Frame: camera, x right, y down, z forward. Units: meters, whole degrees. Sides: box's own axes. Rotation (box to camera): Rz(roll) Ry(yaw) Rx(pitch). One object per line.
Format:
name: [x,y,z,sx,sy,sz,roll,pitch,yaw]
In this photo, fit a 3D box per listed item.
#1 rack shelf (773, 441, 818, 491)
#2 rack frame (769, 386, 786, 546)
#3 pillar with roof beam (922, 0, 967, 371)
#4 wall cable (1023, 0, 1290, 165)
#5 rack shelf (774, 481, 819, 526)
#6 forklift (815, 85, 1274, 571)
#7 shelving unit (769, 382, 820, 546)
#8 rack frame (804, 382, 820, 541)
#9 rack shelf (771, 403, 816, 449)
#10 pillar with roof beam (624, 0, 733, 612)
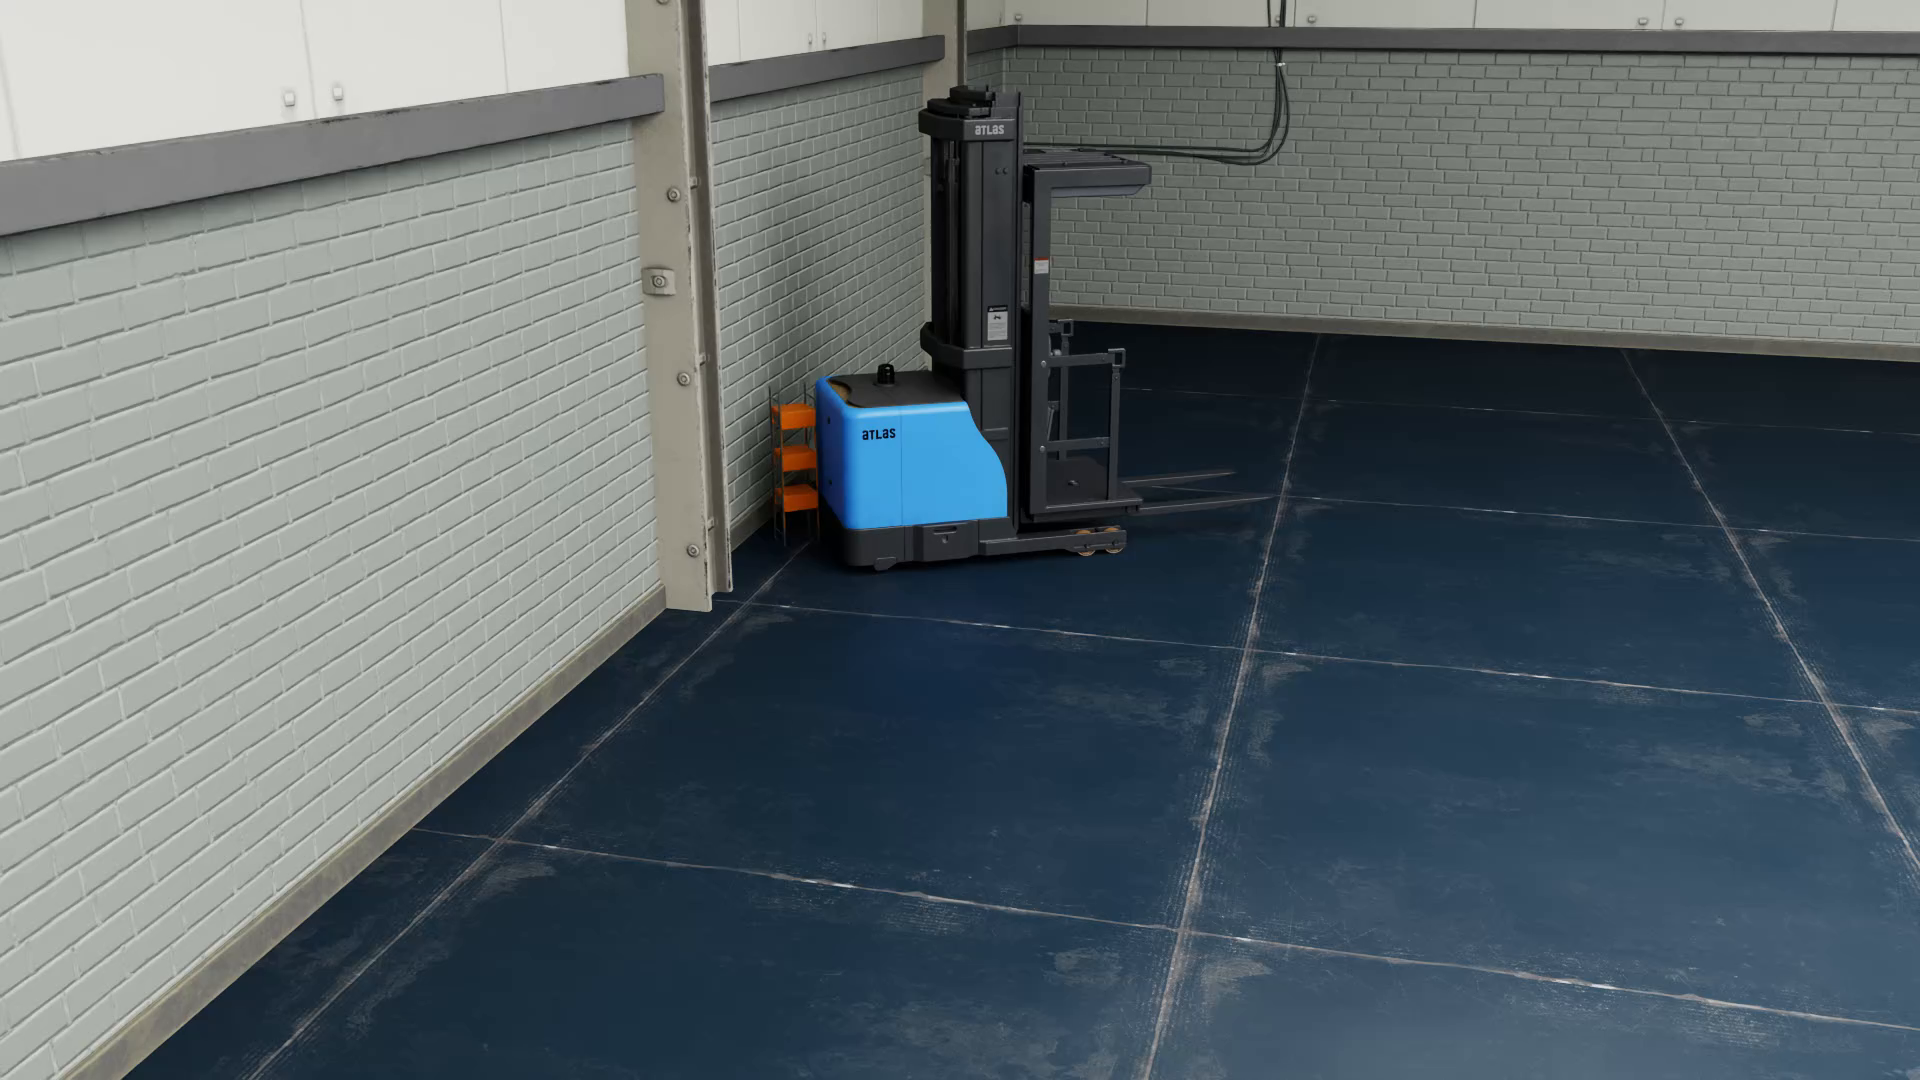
rack shelf: [-1.097,-0.491,11.034,0.240,0.259,0.215,-9,21,-24]
rack frame: [-1.207,-0.484,10.981,0.008,1.050,0.200,-9,21,-24]
pillar with roof beam: [4.039,-5.443,13.202,9.100,9.000,0.400,5,19,13]
wall cable: [1.867,-5.133,17.097,3.097,2.526,0.112,5,19,13]
rack shelf: [-1.097,-0.228,11.124,0.240,0.259,0.215,-9,21,-24]
forklift: [0.599,-1.441,10.873,3.031,2.935,1.130,-5,20,-15]
shelving unit: [-1.097,-0.501,11.031,0.252,1.050,0.215,-9,21,-24]
rack frame: [-0.987,-0.518,11.080,0.008,1.050,0.200,-9,21,-24]
rack shelf: [-1.097,-0.760,10.942,0.240,0.259,0.215,-9,21,-24]
pillar with roof beam: [2.573,-3.563,7.697,9.100,9.000,0.400,5,19,13]
